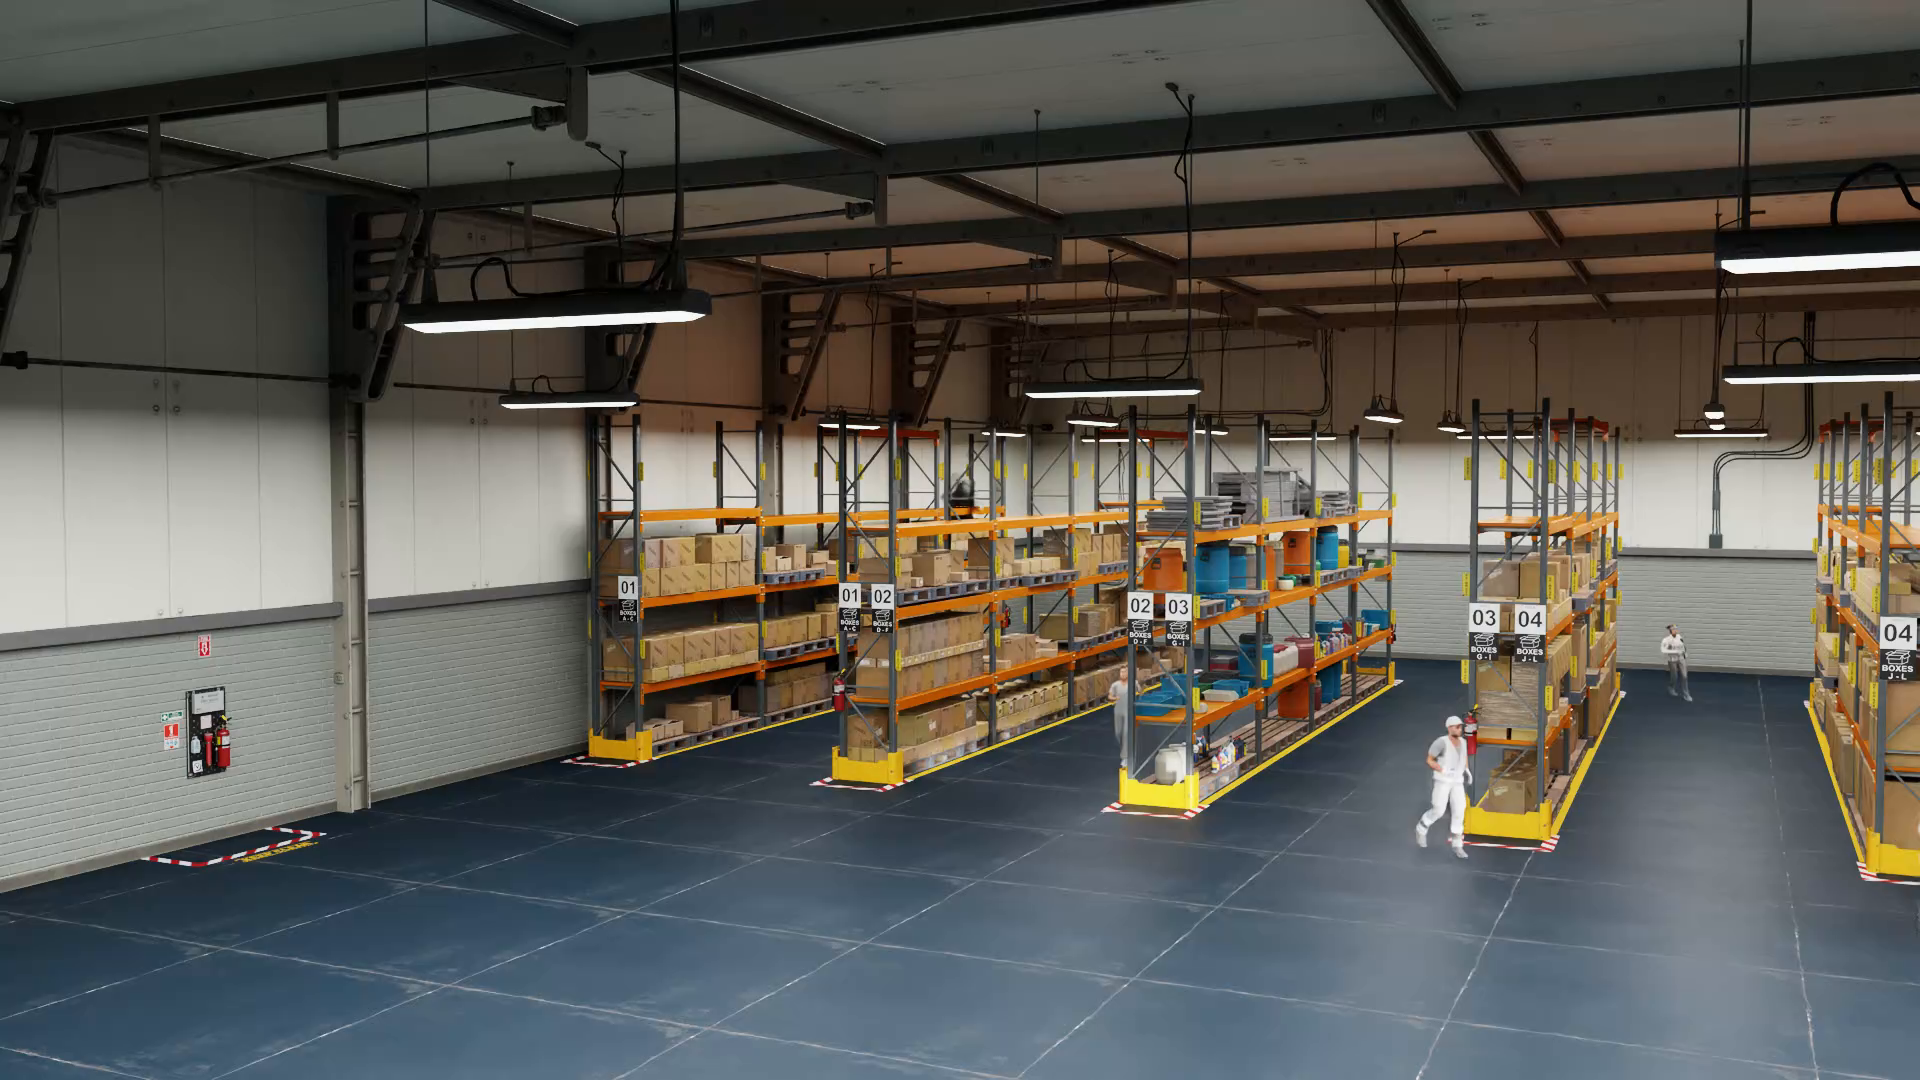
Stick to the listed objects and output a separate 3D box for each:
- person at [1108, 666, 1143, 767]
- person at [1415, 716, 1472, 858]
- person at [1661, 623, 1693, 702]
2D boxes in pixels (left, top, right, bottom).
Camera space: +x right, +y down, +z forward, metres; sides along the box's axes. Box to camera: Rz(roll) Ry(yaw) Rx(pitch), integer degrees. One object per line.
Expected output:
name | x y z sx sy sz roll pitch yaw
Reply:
person | 2.820 2.977 28.436 0.567 1.667 0.954 1 2 18
person | 6.440 3.199 21.882 0.719 1.787 0.902 -1 3 -30
person | 15.686 2.678 36.569 0.624 1.714 0.811 0 2 -5
